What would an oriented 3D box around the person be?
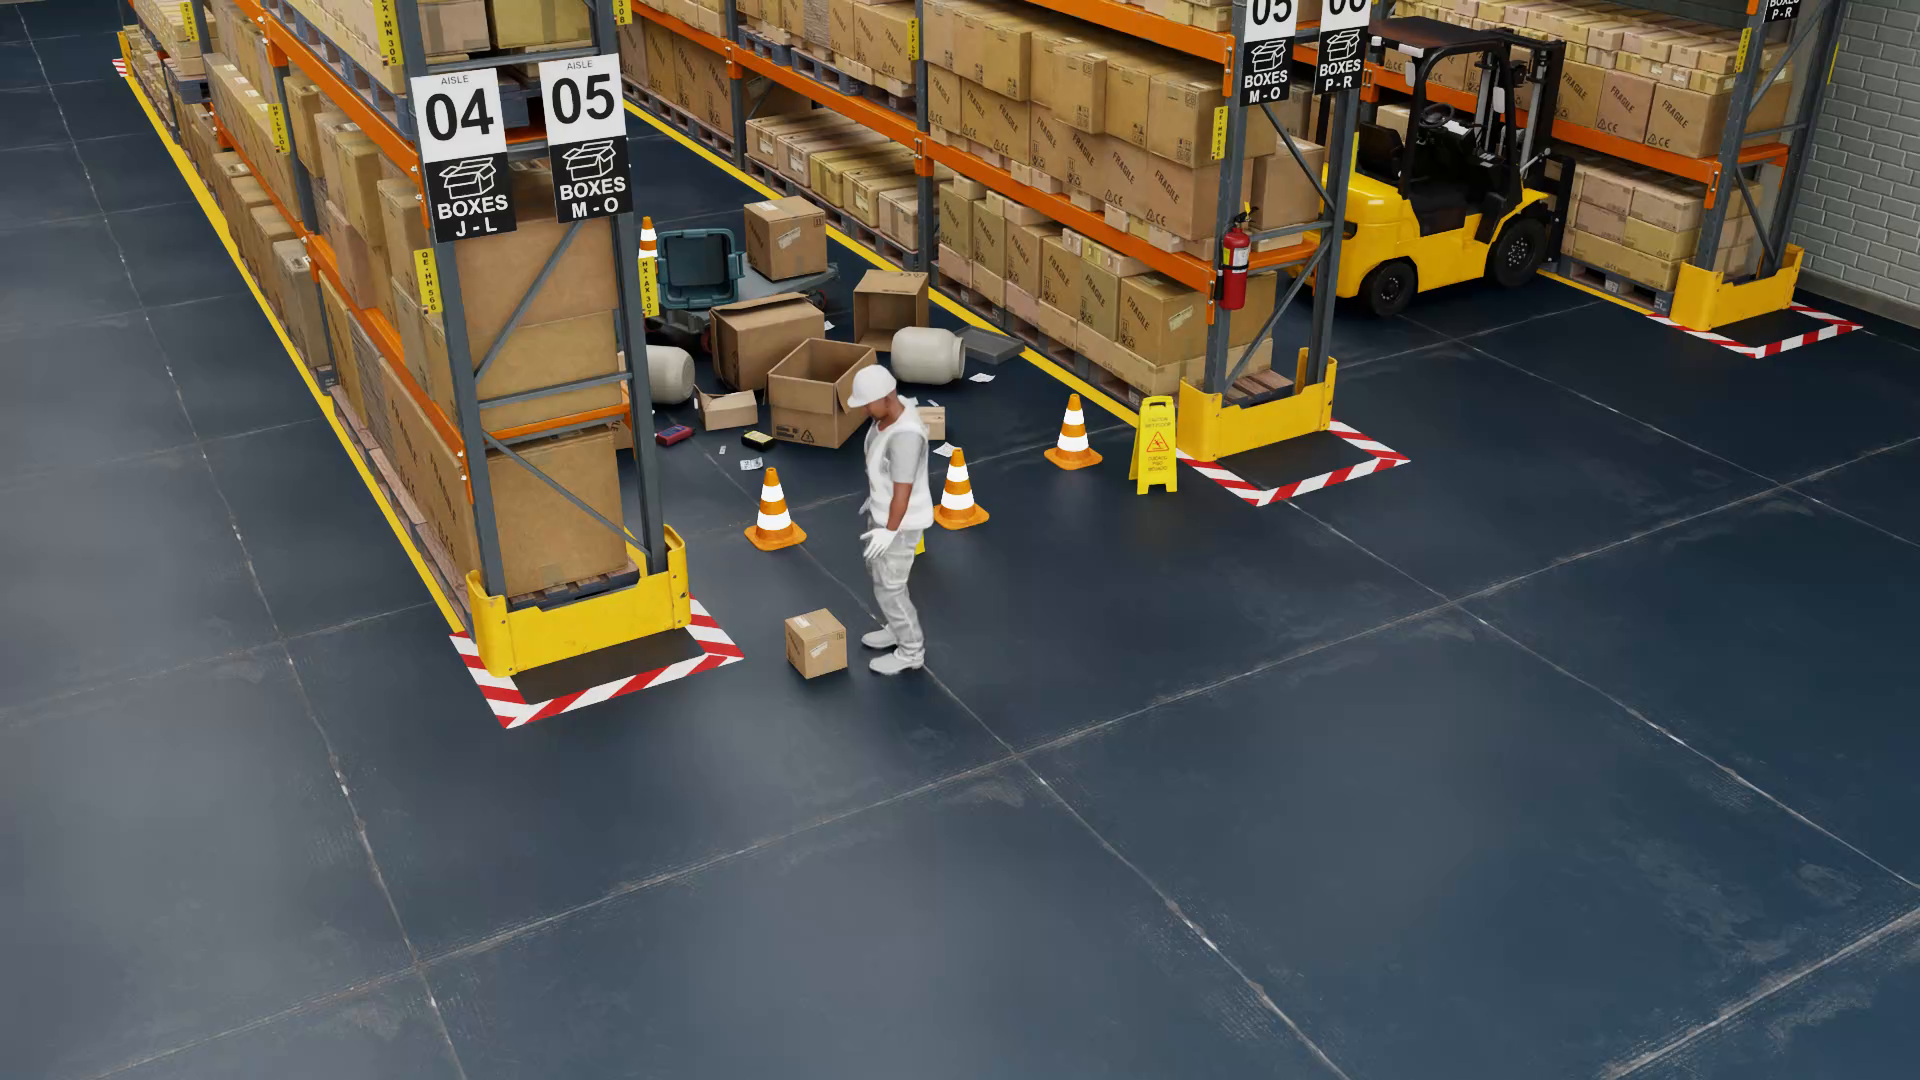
[{"bbox_3d":[-0.361,-0.119,8.800,0.427,1.748,0.566,-5,29,-9],"label":"person"}]
